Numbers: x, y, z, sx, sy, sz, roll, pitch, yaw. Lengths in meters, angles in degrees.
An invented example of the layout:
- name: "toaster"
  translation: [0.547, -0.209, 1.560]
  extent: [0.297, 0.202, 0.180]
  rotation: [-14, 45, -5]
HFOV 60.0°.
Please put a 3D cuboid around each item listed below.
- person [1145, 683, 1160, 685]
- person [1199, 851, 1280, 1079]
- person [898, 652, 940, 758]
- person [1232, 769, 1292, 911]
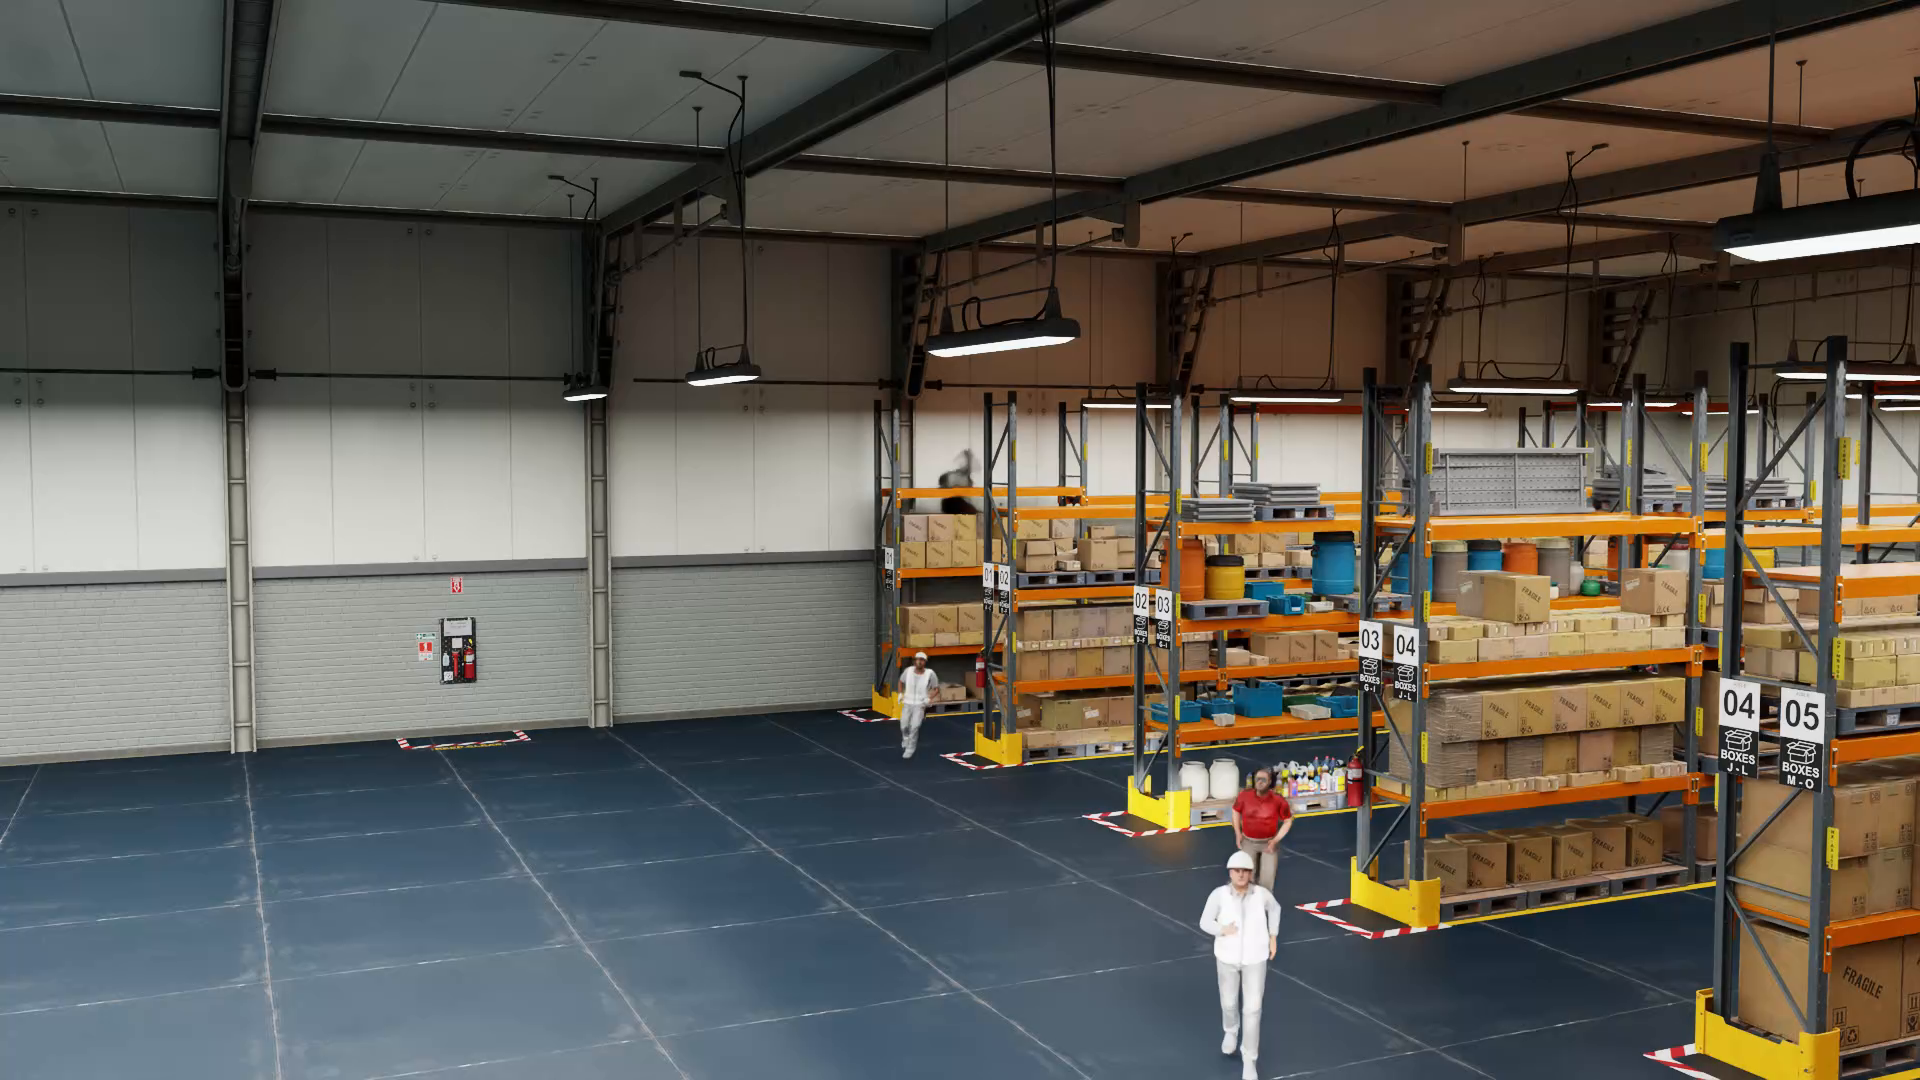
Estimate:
- name: "person"
  translation: [3.515, 2.506, 30.741]
  extent: [0.762, 1.736, 0.715]
  rotation: [-2, 4, -35]
- name: "person"
  translation: [2.309, 3.466, 13.725]
  extent: [0.658, 1.828, 0.829]
  rotation: [1, 3, 10]
- name: "person"
  translation: [-0.680, 2.683, 27.166]
  extent: [0.715, 1.727, 0.566]
  rotation: [1, 3, 9]
- name: "person"
  translation: [3.256, 3.295, 17.964]
  extent: [0.649, 1.672, 0.574]
  rotation: [1, 3, 14]
